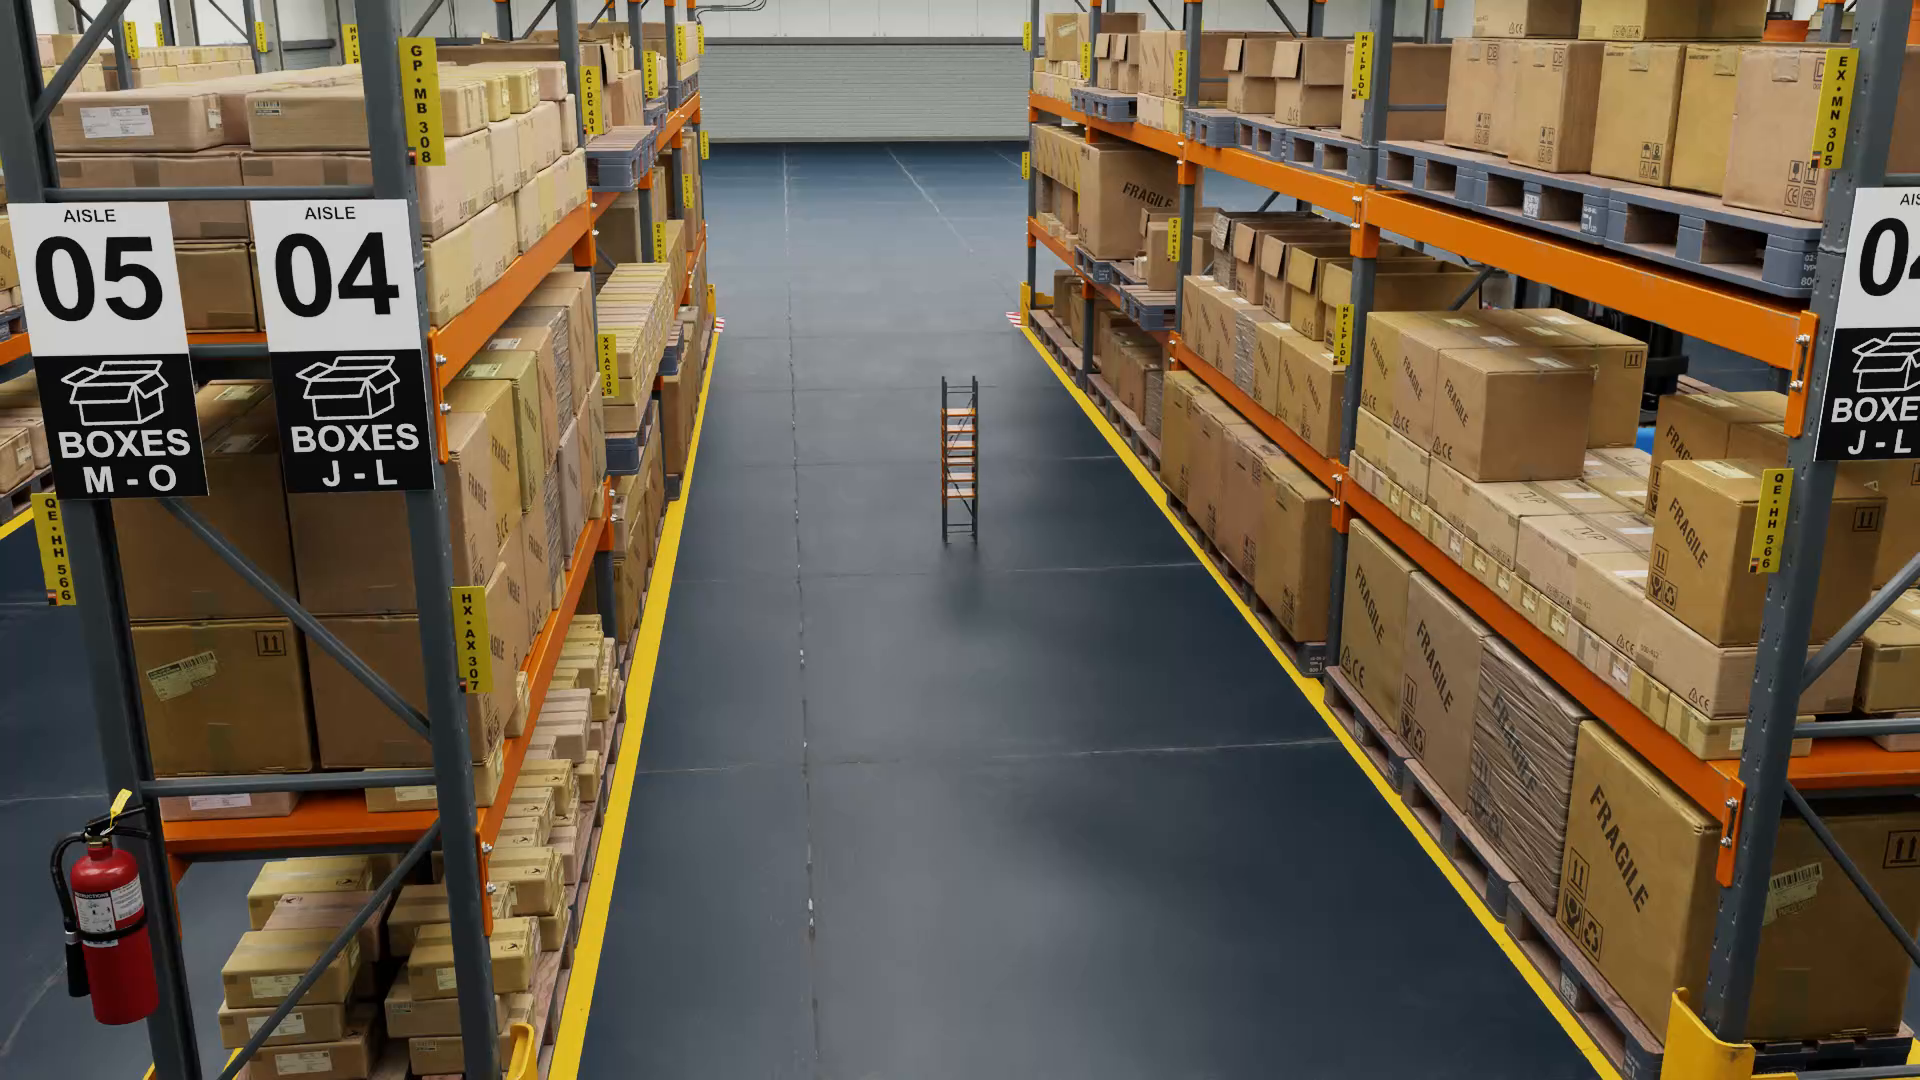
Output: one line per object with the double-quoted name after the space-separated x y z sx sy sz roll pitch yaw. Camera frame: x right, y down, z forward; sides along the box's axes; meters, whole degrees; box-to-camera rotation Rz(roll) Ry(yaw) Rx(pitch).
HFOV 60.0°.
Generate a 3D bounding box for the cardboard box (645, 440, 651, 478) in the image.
-2.344 -0.532 11.083 0.500 0.250 0.500 -1 17 -4 "cardboard box"

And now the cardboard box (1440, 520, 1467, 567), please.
2.415 0.009 7.560 0.380 0.149 0.250 -2 17 -5 "cardboard box"

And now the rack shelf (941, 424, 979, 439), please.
-0.001 -0.763 11.953 0.258 0.103 0.180 -2 18 -6 "rack shelf"

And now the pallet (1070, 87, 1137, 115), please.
1.714 -4.133 15.640 1.213 0.211 1.003 -2 18 -6 "pallet"

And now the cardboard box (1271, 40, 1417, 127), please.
2.401 -2.860 10.397 0.797 0.503 0.637 -2 18 -6 "cardboard box"

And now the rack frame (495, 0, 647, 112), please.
-2.775 -4.526 11.571 1.000 3.000 0.127 -2 18 -6 "rack frame"

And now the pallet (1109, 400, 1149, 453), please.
1.967 -1.052 15.176 1.003 0.211 1.213 -2 18 -6 "pallet"

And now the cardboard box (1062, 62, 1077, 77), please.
1.294 -5.009 17.701 0.380 0.149 0.250 -1 17 -3 "cardboard box"

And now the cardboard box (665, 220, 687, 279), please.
-2.868 -2.756 15.782 0.500 0.500 0.500 -2 18 -6 "cardboard box"

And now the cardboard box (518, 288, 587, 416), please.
-1.987 -0.853 7.555 0.500 0.500 0.500 -2 18 -7 "cardboard box"

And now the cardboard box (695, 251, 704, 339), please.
-3.372 -2.772 18.845 0.875 0.875 0.875 -2 18 -7 "cardboard box"

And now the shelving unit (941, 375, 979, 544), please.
-0.001 -0.577 12.011 0.258 1.200 0.189 -2 18 -6 "shelving unit"

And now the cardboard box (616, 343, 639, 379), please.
-1.946 -0.968 8.978 0.380 0.149 0.250 -1 17 -3 "cardboard box"

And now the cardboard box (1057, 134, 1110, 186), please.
1.332 -4.069 17.797 0.500 0.500 0.500 -2 18 -6 "cardboard box"

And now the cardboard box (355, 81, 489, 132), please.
-1.745 -1.404 5.385 0.380 0.149 0.250 -2 17 -5 "cardboard box"

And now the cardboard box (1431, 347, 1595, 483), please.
2.478 -0.571 7.490 0.500 0.500 0.500 -2 18 -7 "cardboard box"

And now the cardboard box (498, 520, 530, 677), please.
-1.802 0.229 5.777 0.500 0.500 0.500 -2 18 -6 "cardboard box"

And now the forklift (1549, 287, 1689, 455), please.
4.542 -1.547 12.213 1.130 2.935 3.031 -2 18 -7 "forklift"

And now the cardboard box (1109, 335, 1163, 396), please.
1.828 -1.670 15.927 0.700 0.500 0.500 -2 18 -6 "cardboard box"

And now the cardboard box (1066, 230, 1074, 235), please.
1.362 -3.288 18.062 0.380 0.149 0.250 -2 18 -6 "cardboard box"

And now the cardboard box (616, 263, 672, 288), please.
-2.269 -1.896 11.935 0.380 0.149 0.250 -2 18 -8 "cardboard box"

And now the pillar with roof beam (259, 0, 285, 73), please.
-12.468 -13.620 40.538 9.100 9.000 0.400 -2 18 -6 "pillar with roof beam"

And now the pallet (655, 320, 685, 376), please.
-2.596 -1.363 11.832 1.213 0.211 1.003 -2 18 -6 "pallet"

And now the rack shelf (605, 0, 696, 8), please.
-3.394 -5.780 17.433 1.077 0.370 4.000 -2 18 -6 "rack shelf"

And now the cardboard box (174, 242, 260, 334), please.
-2.260 -0.767 4.856 0.500 0.250 0.500 -2 18 -7 "cardboard box"

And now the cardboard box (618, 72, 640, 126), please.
-2.399 -2.832 11.015 0.500 0.500 0.500 -2 18 -6 "cardboard box"

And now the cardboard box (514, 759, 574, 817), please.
-1.822 1.037 6.930 0.380 0.149 0.250 -2 17 -5 "cardboard box"

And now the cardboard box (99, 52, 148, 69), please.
-7.809 -4.468 15.482 0.380 0.149 0.250 -2 18 -7 "cardboard box"

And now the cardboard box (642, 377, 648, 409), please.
-2.002 -0.841 9.567 0.380 0.149 0.250 -2 18 -5 "cardboard box"

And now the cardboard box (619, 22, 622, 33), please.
-3.648 -5.196 16.934 0.380 0.149 0.250 -2 18 -5 "cardboard box"

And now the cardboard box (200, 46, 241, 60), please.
-8.197 -5.386 18.407 0.380 0.149 0.250 -1 17 -5 "cardboard box"

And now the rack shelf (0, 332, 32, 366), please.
-7.895 -1.734 13.892 1.077 0.370 4.000 -2 18 -6 "rack shelf"

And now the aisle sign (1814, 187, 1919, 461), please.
2.703 -0.613 4.783 0.394 0.787 0.004 -2 18 -6 "aisle sign"

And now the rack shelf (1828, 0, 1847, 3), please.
7.301 -3.672 10.720 1.077 0.370 4.000 -2 18 -6 "rack shelf"

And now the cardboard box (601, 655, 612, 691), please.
-1.974 0.710 8.470 0.380 0.149 0.250 -3 18 -8 "cardboard box"

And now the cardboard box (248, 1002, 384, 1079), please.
-2.212 1.729 5.721 0.380 0.149 0.250 -1 17 -5 "cardboard box"

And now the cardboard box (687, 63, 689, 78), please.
-2.994 -4.837 17.120 0.380 0.149 0.250 -2 18 -7 "cardboard box"

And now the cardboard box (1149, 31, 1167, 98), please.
1.807 -3.791 13.236 0.500 0.500 0.500 -2 18 -6 "cardboard box"

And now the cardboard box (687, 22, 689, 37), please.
-3.044 -5.368 17.479 0.380 0.149 0.250 -2 18 -6 "cardboard box"

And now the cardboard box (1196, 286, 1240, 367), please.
2.004 -1.528 11.869 0.500 0.500 0.500 -2 18 -7 "cardboard box"

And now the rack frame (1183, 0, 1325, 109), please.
2.169 -4.649 11.963 1.000 3.000 0.127 -2 18 -6 "rack frame"

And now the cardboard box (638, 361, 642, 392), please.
-1.975 -0.903 9.269 0.380 0.149 0.250 -2 18 -7 "cardboard box"

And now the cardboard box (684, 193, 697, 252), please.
-3.256 -3.365 17.636 0.875 0.550 0.550 -2 18 -6 "cardboard box"

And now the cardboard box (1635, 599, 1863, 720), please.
2.680 0.390 5.681 0.500 0.250 0.500 -2 18 -7 "cardboard box"

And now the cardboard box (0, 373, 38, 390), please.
-7.967 -1.249 14.834 0.950 0.372 0.625 -1 17 -2 "cardboard box"

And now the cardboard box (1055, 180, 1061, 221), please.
1.552 -3.900 18.928 0.875 0.500 0.500 -2 18 -6 "cardboard box"

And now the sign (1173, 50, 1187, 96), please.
1.629 -3.449 12.284 0.100 0.325 0.005 -2 18 -6 "sign"

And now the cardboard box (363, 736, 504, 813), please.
-1.658 0.733 5.255 0.380 0.149 0.250 -2 18 -6 "cardboard box"

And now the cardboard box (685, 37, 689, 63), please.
-3.066 -5.060 17.165 0.500 0.250 0.500 -2 18 -6 "cardboard box"

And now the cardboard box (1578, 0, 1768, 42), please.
2.795 -2.090 6.533 0.500 0.250 0.500 -2 18 -7 "cardboard box"

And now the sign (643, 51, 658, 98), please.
-2.235 -3.358 11.994 0.100 0.325 0.005 -2 18 -6 "sign"

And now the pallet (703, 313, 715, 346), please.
-3.440 -2.481 19.728 1.003 0.211 1.213 -2 18 -6 "pallet"

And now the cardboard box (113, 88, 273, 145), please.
-2.226 -1.235 4.844 0.380 0.149 0.250 -2 17 -5 "cardboard box"

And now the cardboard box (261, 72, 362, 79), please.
-2.446 -1.696 6.313 0.380 0.149 0.250 -2 18 -7 "cardboard box"
